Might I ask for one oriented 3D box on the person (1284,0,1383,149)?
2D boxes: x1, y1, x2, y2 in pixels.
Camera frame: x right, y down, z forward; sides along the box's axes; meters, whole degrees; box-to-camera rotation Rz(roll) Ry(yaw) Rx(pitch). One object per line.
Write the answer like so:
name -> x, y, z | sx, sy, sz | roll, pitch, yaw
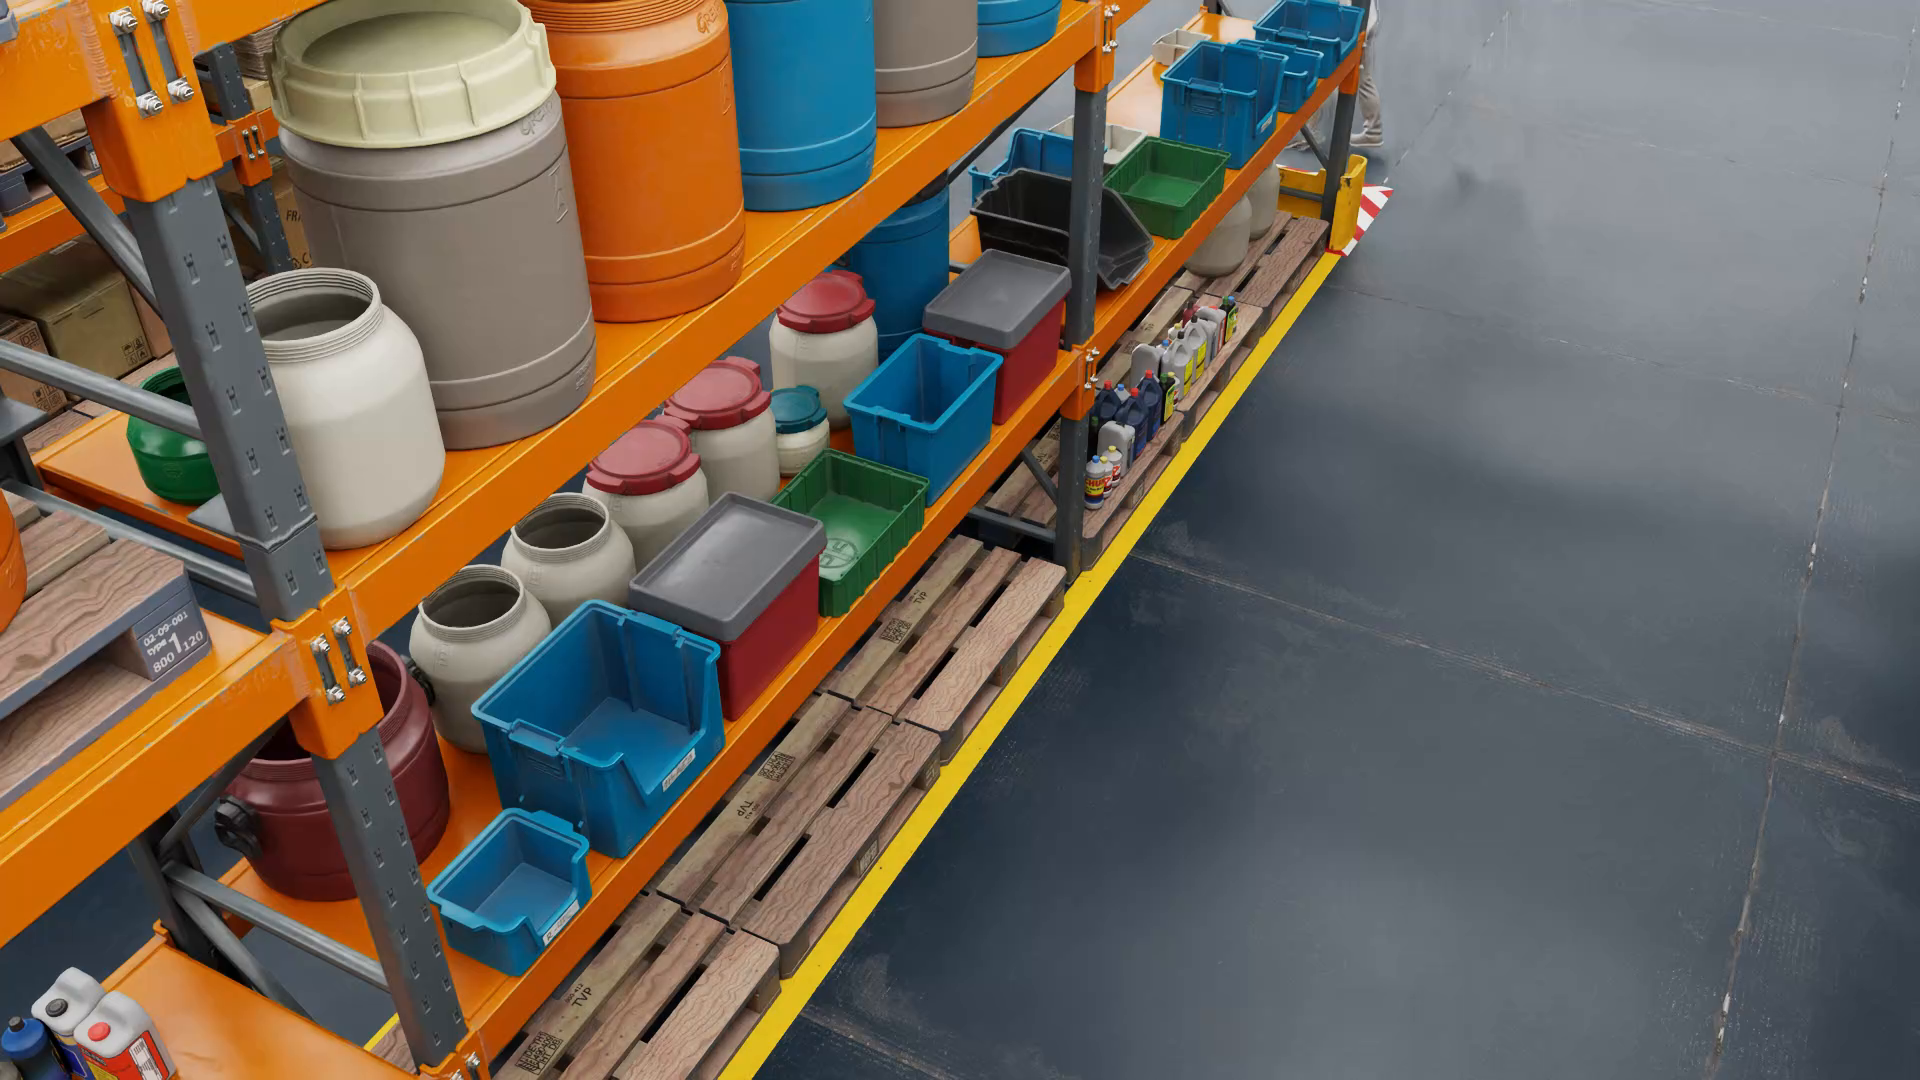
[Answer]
person -> 2.580, -3.403, 11.173 | 0.731, 1.726, 0.561 | 17, 41, 20
